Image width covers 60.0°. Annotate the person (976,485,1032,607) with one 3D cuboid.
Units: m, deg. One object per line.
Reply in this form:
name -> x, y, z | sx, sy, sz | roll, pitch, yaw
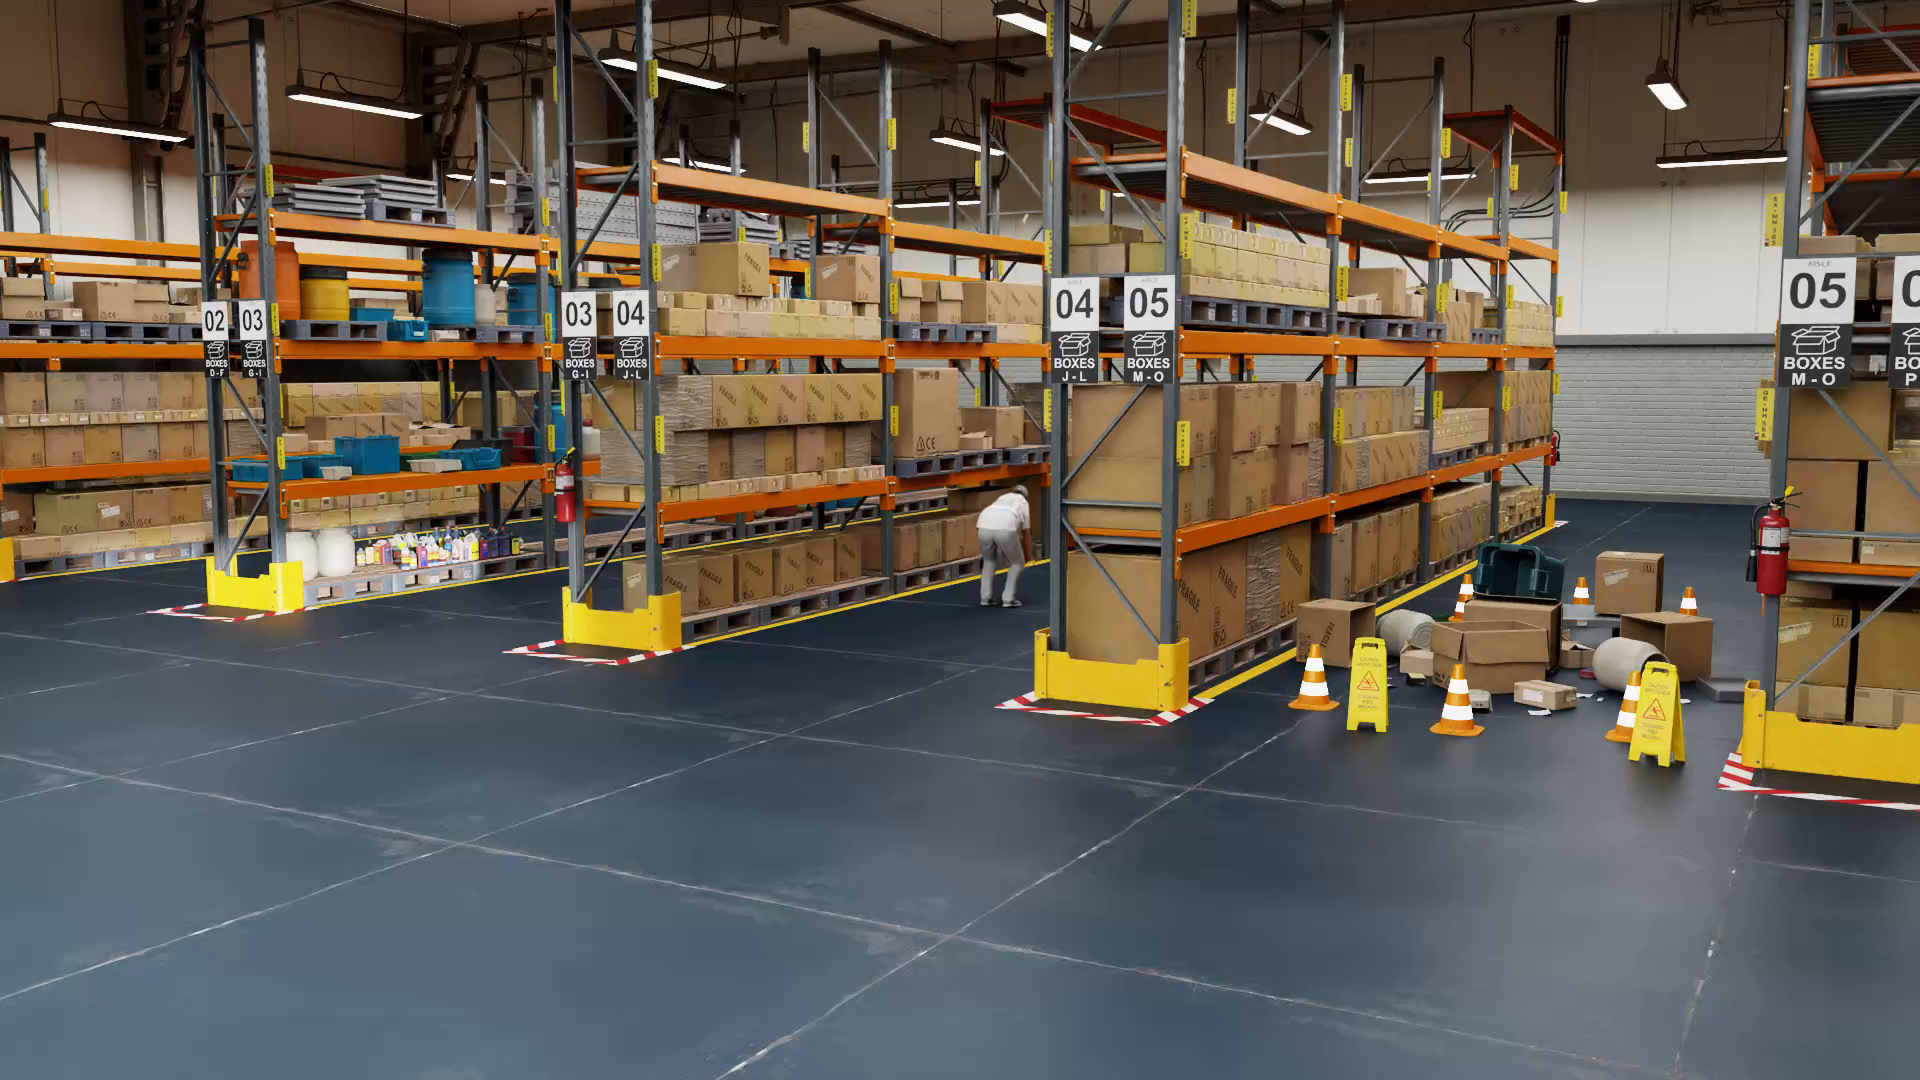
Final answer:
person -> 0.507, 0.062, 17.737 | 0.473, 1.257, 0.892 | 3, 7, 27
